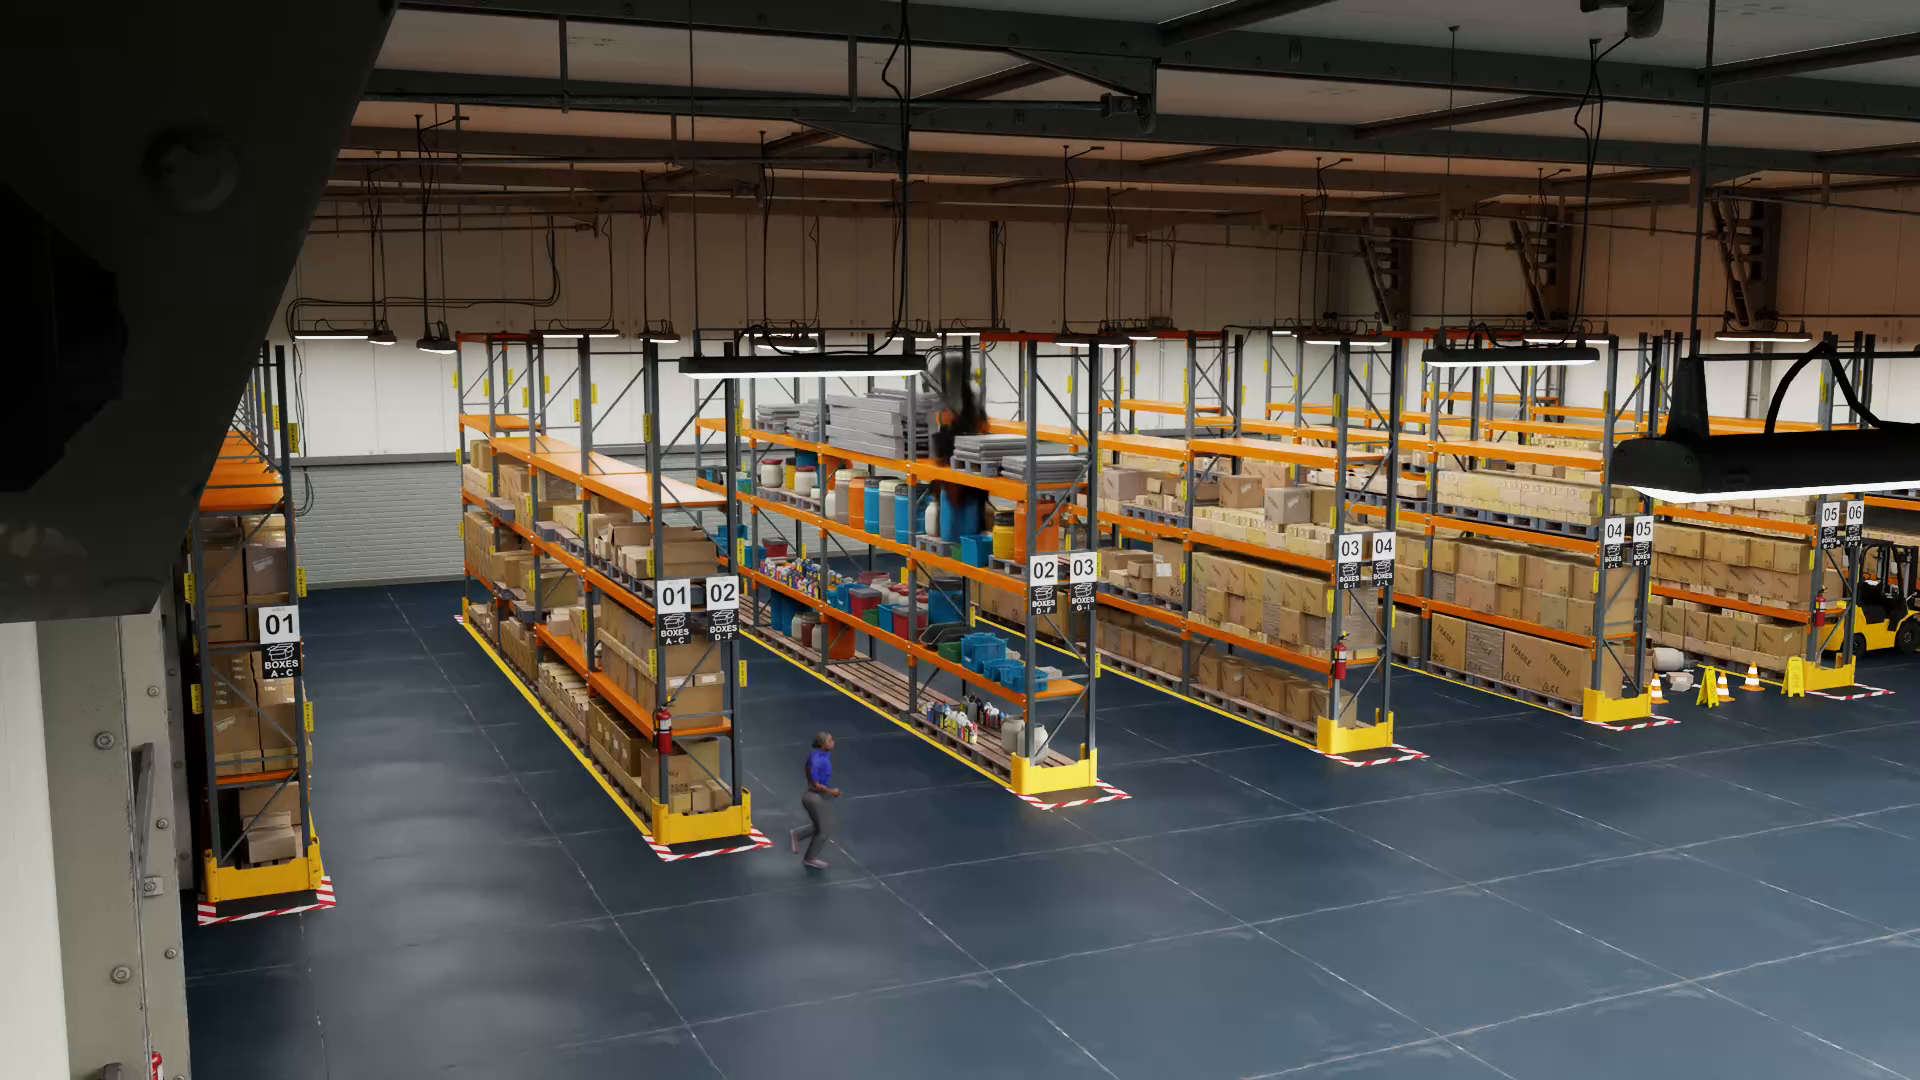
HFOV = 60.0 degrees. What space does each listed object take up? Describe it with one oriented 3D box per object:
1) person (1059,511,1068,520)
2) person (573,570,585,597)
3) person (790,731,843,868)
[{"bbox_3d":[2.402,0.064,40.207,0.733,1.715,0.535,0,8,-1],"label":"person"},{"bbox_3d":[-7.901,0.852,35.045,0.529,1.553,0.606,-6,10,-37],"label":"person"},{"bbox_3d":[-1.659,2.983,19.147,0.622,1.613,0.569,0,8,2],"label":"person"}]
